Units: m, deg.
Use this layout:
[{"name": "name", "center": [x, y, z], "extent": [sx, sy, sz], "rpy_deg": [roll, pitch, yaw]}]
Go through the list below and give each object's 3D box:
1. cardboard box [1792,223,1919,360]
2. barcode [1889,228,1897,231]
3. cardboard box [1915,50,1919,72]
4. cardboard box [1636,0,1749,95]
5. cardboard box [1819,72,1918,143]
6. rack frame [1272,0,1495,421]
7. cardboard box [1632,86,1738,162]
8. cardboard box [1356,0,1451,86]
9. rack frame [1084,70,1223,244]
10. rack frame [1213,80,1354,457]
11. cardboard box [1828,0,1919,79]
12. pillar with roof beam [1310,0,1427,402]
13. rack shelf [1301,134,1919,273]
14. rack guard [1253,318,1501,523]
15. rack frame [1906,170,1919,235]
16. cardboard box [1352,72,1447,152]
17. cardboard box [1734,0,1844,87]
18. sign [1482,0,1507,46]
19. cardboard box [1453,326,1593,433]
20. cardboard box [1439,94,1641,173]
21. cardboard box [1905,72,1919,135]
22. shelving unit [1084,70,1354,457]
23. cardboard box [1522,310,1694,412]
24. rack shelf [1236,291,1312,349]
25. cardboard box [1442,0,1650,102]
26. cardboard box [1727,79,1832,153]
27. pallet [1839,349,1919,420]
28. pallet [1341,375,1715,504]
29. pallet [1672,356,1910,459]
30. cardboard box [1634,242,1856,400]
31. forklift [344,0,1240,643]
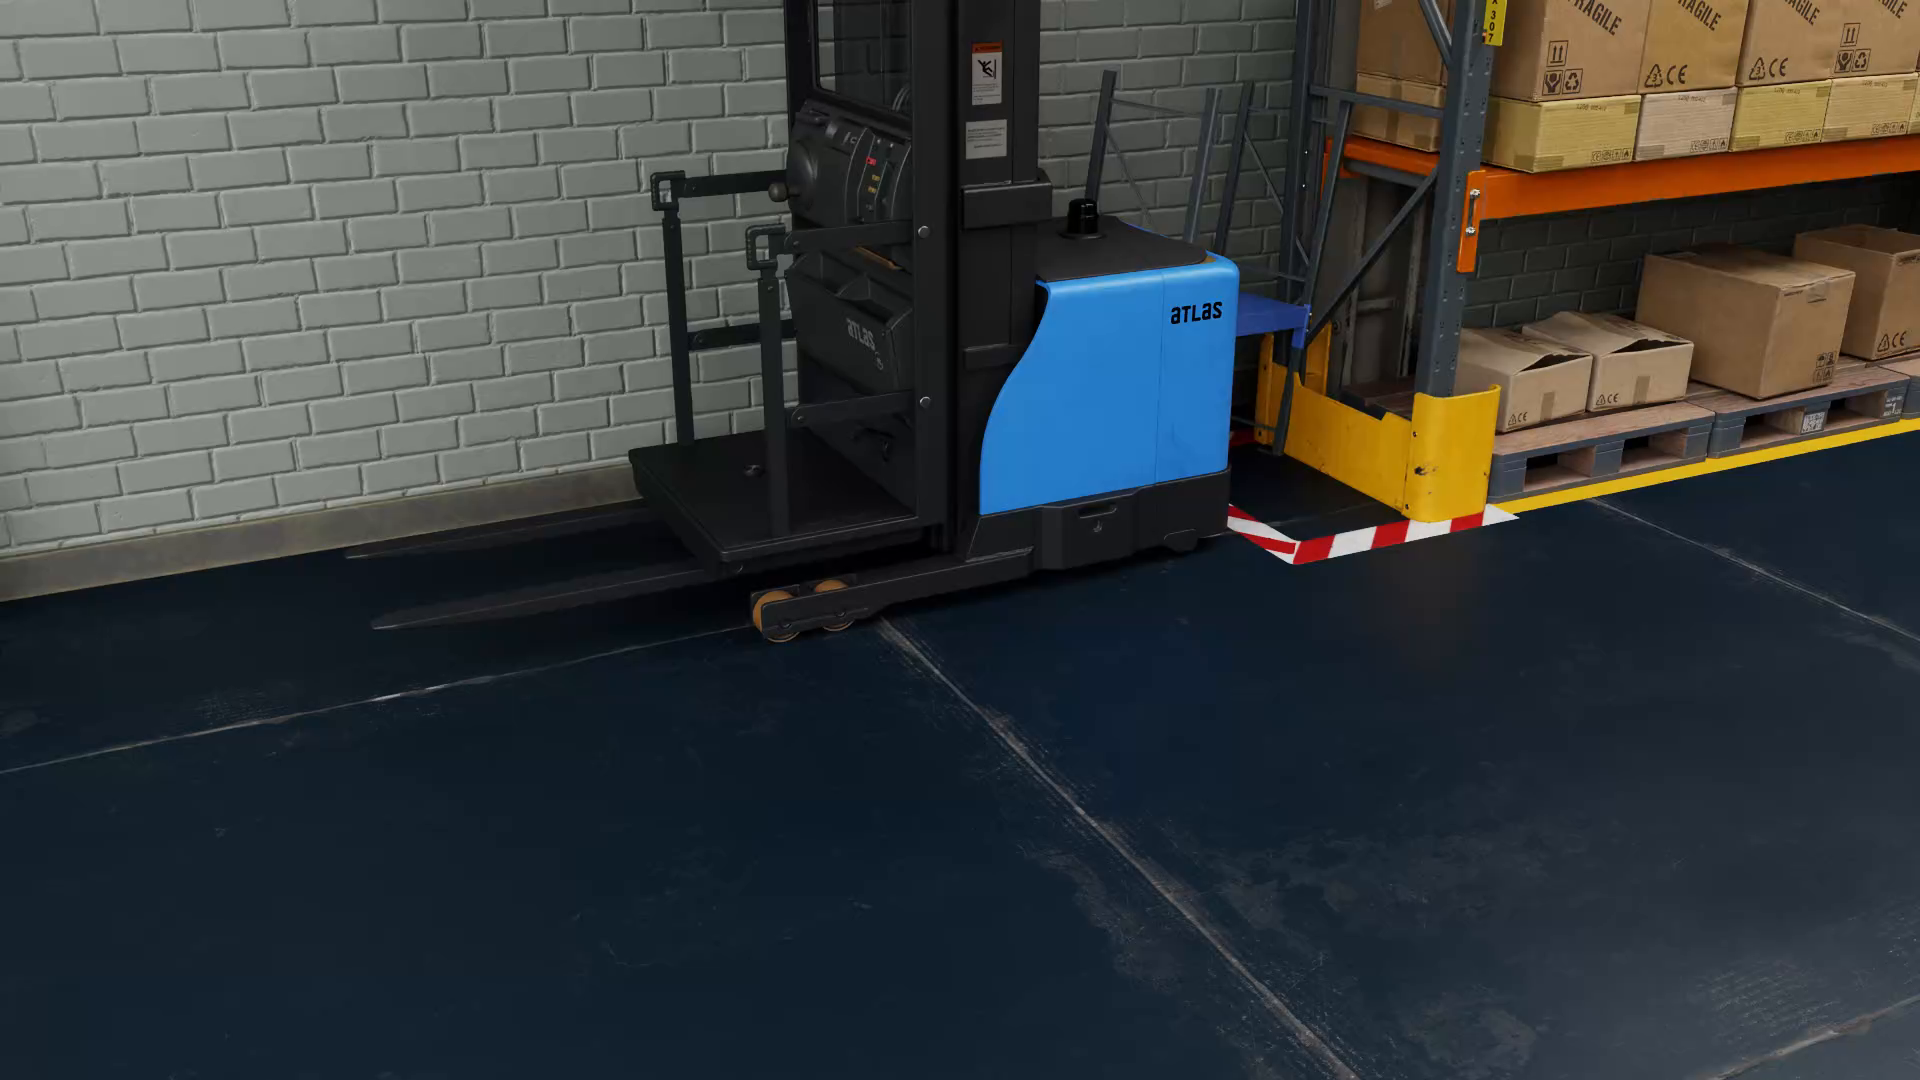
[{"name": "cardboard box", "center": [4.298, -1.187, 7.888], "extent": [0.500, 0.500, 0.500], "rpy_deg": [-12, 26, -28]}, {"name": "barcode", "center": [4.625, -1.514, 8.260], "extent": [0.075, 0.075, 0.001], "rpy_deg": [-10, 25, -24]}, {"name": "cardboard box", "center": [4.018, -2.261, 6.980], "extent": [0.500, 0.500, 0.500], "rpy_deg": [-11, 25, -25]}, {"name": "cardboard box", "center": [2.622, -2.002, 6.353], "extent": [0.500, 0.500, 0.500], "rpy_deg": [-10, 25, -23]}, {"name": "cardboard box", "center": [3.569, -1.829, 6.917], "extent": [0.500, 0.250, 0.500], "rpy_deg": [-10, 25, -23]}, {"name": "rack frame", "center": [1.612, -1.661, 6.341], "extent": [0.127, 3.000, 1.000], "rpy_deg": [-10, 25, -24]}, {"name": "cardboard box", "center": [2.651, -1.663, 6.517], "extent": [0.500, 0.250, 0.500], "rpy_deg": [-11, 25, -25]}, {"name": "cardboard box", "center": [1.944, -2.099, 6.588], "extent": [0.500, 0.500, 0.500], "rpy_deg": [-11, 25, -24]}, {"name": "rack frame", "center": [0.634, -0.964, 6.262], "extent": [0.500, 1.500, 0.032], "rpy_deg": [22, 23, 35]}, {"name": "rack frame", "center": [1.282, -1.136, 7.026], "extent": [0.500, 1.500, 0.032], "rpy_deg": [22, 23, 35]}, {"name": "cardboard box", "center": [3.550, -2.175, 6.771], "extent": [0.500, 0.500, 0.500], "rpy_deg": [-10, 24, -22]}, {"name": "pillar with roof beam", "center": [3.734, -3.363, 2.610], "extent": [0.400, 9.000, 9.100], "rpy_deg": [-10, 25, -24]}, {"name": "rack shelf", "center": [3.414, -1.660, 7.280], "extent": [4.000, 0.370, 1.077], "rpy_deg": [-10, 25, -24]}, {"name": "rack guard", "center": [1.680, -0.519, 6.849], "extent": [0.348, 0.500, 1.175], "rpy_deg": [-10, 25, -24]}, {"name": "rack frame", "center": [5.216, -2.324, 7.944], "extent": [0.127, 3.000, 1.000], "rpy_deg": [-10, 25, -24]}, {"name": "cardboard box", "center": [1.949, -1.745, 6.714], "extent": [0.500, 0.250, 0.500], "rpy_deg": [-10, 25, -23]}, {"name": "cardboard box", "center": [3.090, -2.085, 6.555], "extent": [0.500, 0.500, 0.500], "rpy_deg": [-11, 25, -25]}, {"name": "sign", "center": [1.847, -1.874, 5.723], "extent": [0.005, 0.325, 0.100], "rpy_deg": [-10, 25, -24]}, {"name": "cardboard box", "center": [2.274, -0.706, 6.973], "extent": [0.500, 0.311, 0.500], "rpy_deg": [-14, 26, -30]}, {"name": "cardboard box", "center": [2.189, -1.572, 6.297], "extent": [0.500, 0.250, 0.500], "rpy_deg": [-11, 25, -25]}, {"name": "cardboard box", "center": [4.022, -1.913, 7.119], "extent": [0.500, 0.250, 0.500], "rpy_deg": [-11, 25, -24]}, {"name": "shelving unit", "center": [0.958, -1.050, 6.644], "extent": [0.538, 1.500, 1.048], "rpy_deg": [22, 23, 35]}, {"name": "cardboard box", "center": [2.788, -0.800, 7.202], "extent": [0.500, 0.311, 0.500], "rpy_deg": [-8, 24, -19]}, {"name": "rack shelf", "center": [0.935, -0.881, 6.701], "extent": [0.538, 0.185, 1.000], "rpy_deg": [22, 23, 35]}, {"name": "cardboard box", "center": [2.172, -1.923, 6.163], "extent": [0.500, 0.500, 0.500], "rpy_deg": [-10, 25, -24]}, {"name": "cardboard box", "center": [3.112, -1.746, 6.716], "extent": [0.500, 0.250, 0.500], "rpy_deg": [-11, 25, -24]}, {"name": "pallet", "center": [4.626, -0.912, 8.178], "extent": [1.213, 0.211, 1.003], "rpy_deg": [-10, 25, -24]}, {"name": "pallet", "center": [2.427, -0.508, 7.201], "extent": [1.213, 0.211, 1.003], "rpy_deg": [-10, 25, -24]}, {"name": "pallet", "center": [3.525, -0.709, 7.686], "extent": [1.213, 0.211, 1.003], "rpy_deg": [-10, 25, -24]}, {"name": "cardboard box", "center": [3.471, -0.992, 7.418], "extent": [0.500, 0.500, 0.700], "rpy_deg": [-12, 25, -27]}, {"name": "forklift", "center": [-0.559, -1.249, 5.436], "extent": [3.031, 2.935, 1.130], "rpy_deg": [-11, 25, -24]}]
